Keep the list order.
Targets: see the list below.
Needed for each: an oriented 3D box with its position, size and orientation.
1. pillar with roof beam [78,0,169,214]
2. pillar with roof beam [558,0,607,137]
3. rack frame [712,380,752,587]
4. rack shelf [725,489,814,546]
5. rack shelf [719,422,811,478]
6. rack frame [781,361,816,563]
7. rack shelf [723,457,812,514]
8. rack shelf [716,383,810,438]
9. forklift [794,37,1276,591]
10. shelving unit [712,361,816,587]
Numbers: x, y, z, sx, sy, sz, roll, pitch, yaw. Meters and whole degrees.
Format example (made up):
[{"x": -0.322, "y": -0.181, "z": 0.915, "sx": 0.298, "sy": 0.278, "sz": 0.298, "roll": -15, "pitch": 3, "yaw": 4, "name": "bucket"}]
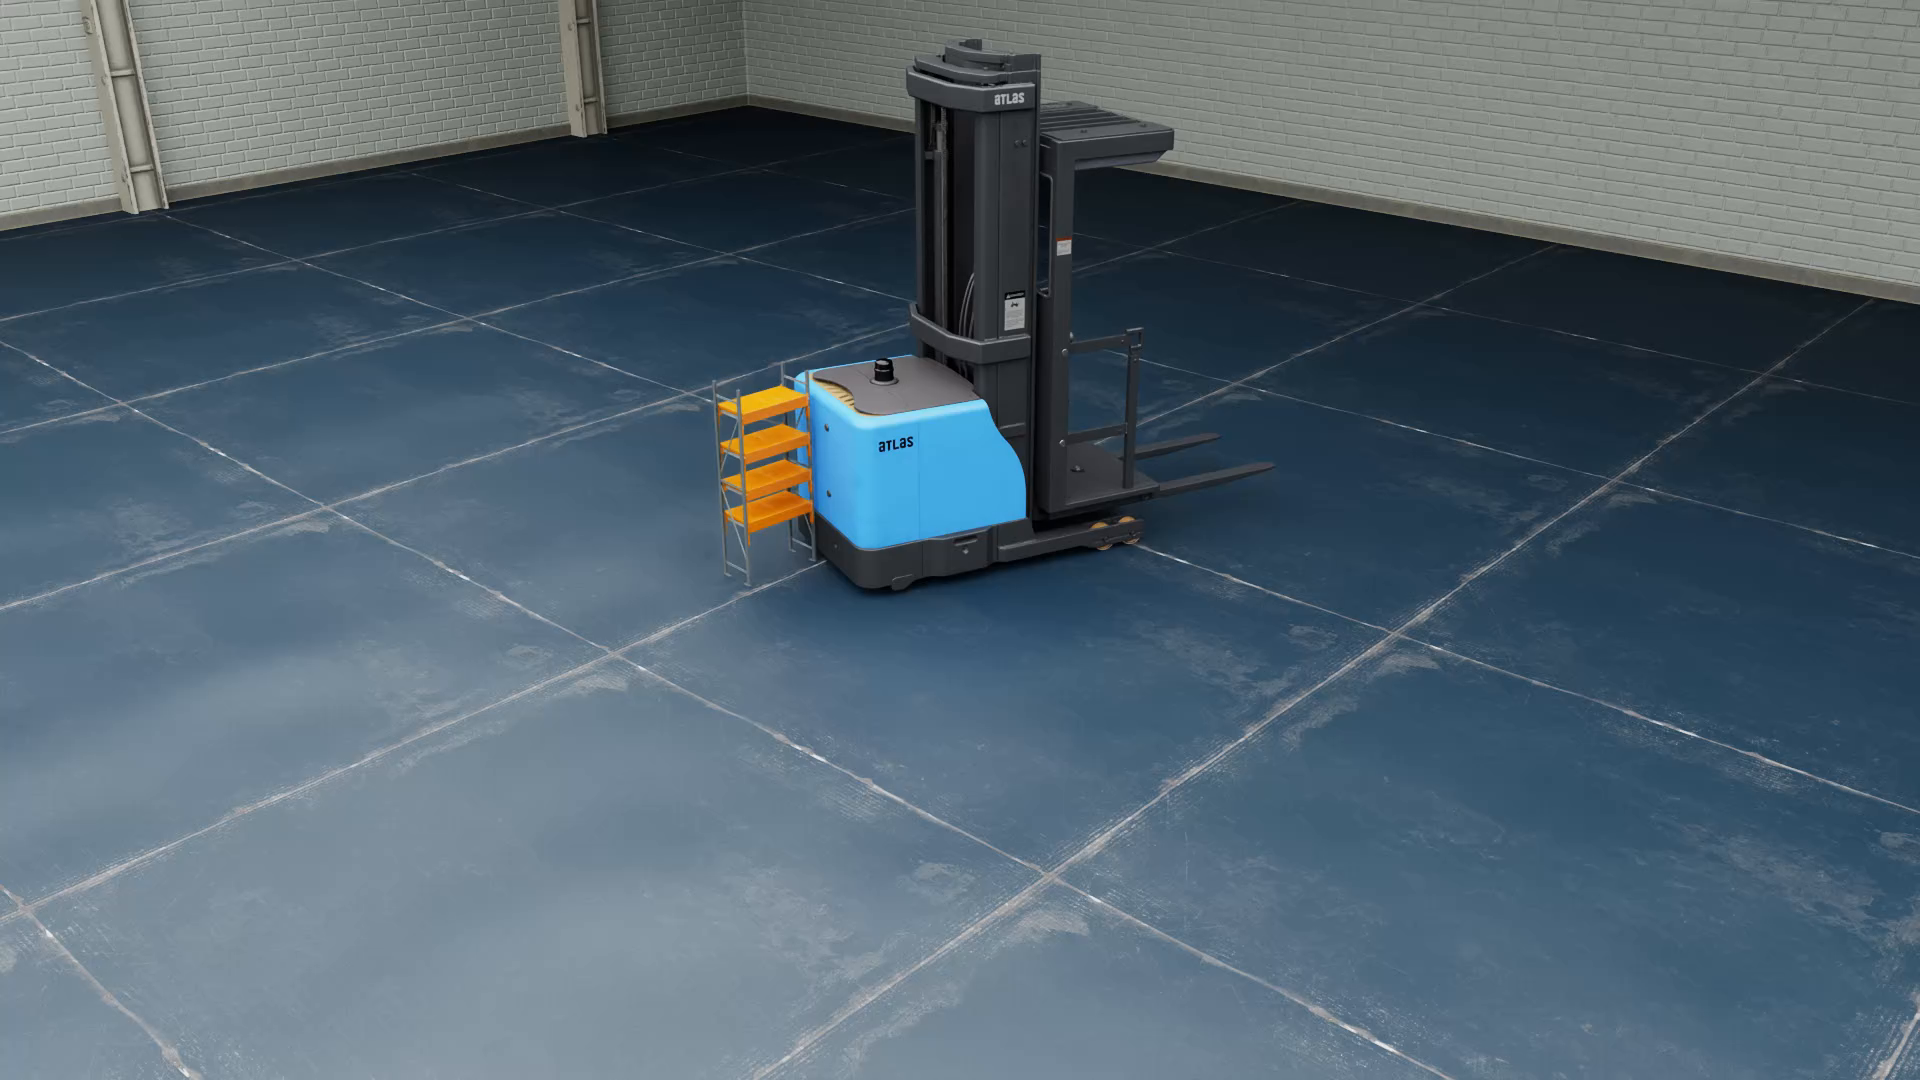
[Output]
[{"x": -5.822, "y": -6.601, "z": 13.973, "sx": 9.100, "sy": 9.000, "sz": 0.400, "roll": 20, "pitch": 31, "yaw": 38, "name": "pillar with roof beam"}, {"x": -1.818, "y": -8.429, "z": 18.050, "sx": 9.100, "sy": 9.000, "sz": 0.400, "roll": 20, "pitch": 31, "yaw": 38, "name": "pillar with roof beam"}, {"x": -1.299, "y": -0.311, "z": 9.476, "sx": 0.015, "sy": 1.200, "sz": 0.240, "roll": -22, "pitch": 32, "yaw": -39, "name": "rack frame"}, {"x": -1.124, "y": -0.138, "z": 9.740, "sx": 0.480, "sy": 0.148, "sz": 0.258, "roll": -22, "pitch": 32, "yaw": -39, "name": "rack shelf"}, {"x": -1.124, "y": -0.523, "z": 9.568, "sx": 0.480, "sy": 0.148, "sz": 0.258, "roll": -22, "pitch": 32, "yaw": -39, "name": "rack shelf"}, {"x": -0.949, "y": -0.450, "z": 9.787, "sx": 0.015, "sy": 1.200, "sz": 0.240, "roll": -22, "pitch": 32, "yaw": -39, "name": "rack frame"}, {"x": -1.124, "y": -0.319, "z": 9.659, "sx": 0.480, "sy": 0.148, "sz": 0.258, "roll": -22, "pitch": 32, "yaw": -39, "name": "rack shelf"}, {"x": -1.124, "y": -0.739, "z": 9.471, "sx": 0.480, "sy": 0.148, "sz": 0.258, "roll": -22, "pitch": 32, "yaw": -39, "name": "rack shelf"}, {"x": 0.555, "y": -1.454, "z": 9.911, "sx": 3.031, "sy": 2.935, "sz": 1.130, "roll": -12, "pitch": 27, "yaw": -25, "name": "forklift"}, {"x": -1.124, "y": -0.380, "z": 9.632, "sx": 0.503, "sy": 1.200, "sz": 0.258, "roll": -22, "pitch": 32, "yaw": -39, "name": "shelving unit"}]
